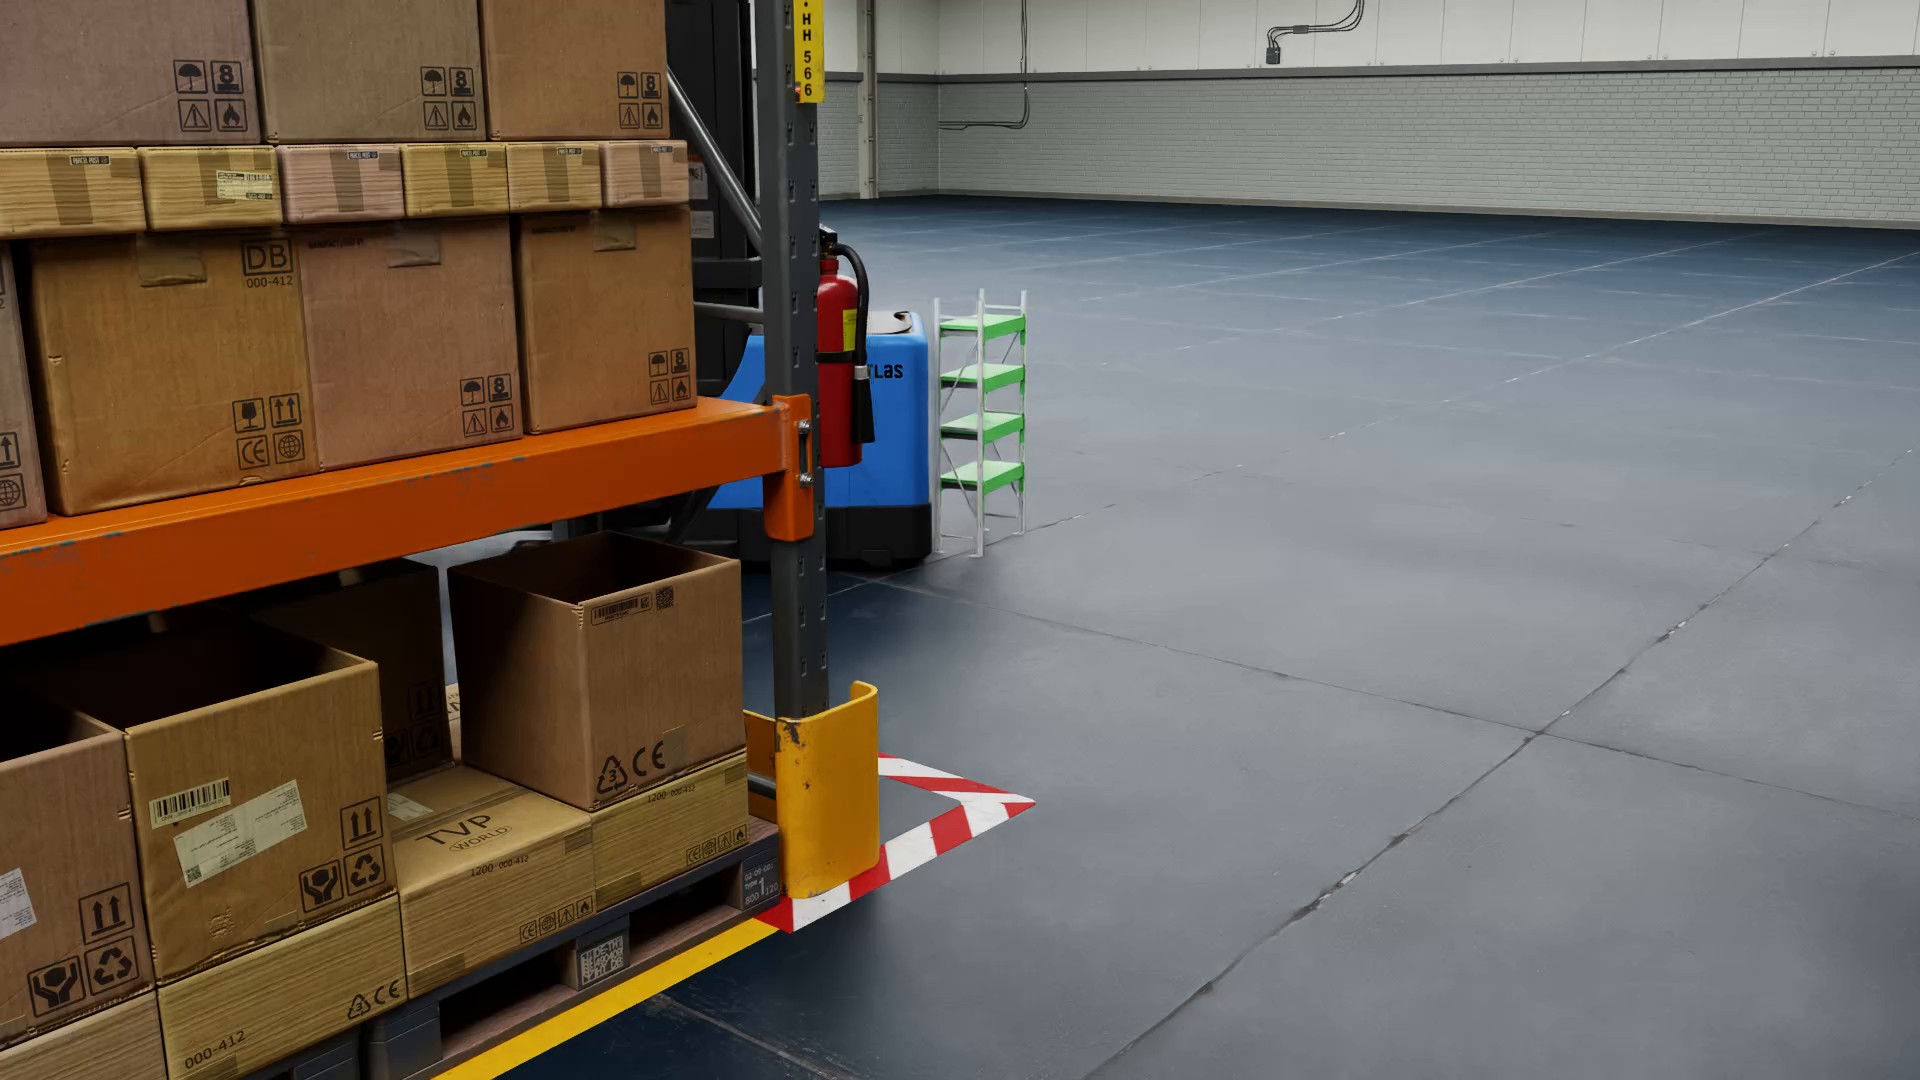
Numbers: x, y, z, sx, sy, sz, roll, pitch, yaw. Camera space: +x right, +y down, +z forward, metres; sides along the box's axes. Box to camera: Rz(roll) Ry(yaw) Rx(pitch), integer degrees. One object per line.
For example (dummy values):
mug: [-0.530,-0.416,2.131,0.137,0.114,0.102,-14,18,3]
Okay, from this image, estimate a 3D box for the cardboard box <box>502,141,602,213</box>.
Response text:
cardboard box: [-1.030,-0.828,3.769,0.380,0.149,0.250,12,18,39]

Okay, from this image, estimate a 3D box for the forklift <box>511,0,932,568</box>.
forklift: [-1.664,-1.379,7.599,3.031,2.935,1.130,-1,14,-3]

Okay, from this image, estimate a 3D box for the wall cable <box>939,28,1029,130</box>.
wall cable: [0.548,-11.966,43.257,3.097,2.526,0.112,11,18,38]

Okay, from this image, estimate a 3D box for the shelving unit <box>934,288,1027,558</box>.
shelving unit: [0.100,-0.567,7.916,0.258,1.200,0.503,7,16,25]

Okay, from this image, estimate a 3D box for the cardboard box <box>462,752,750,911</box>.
cardboard box: [-0.882,0.660,4.166,0.500,0.250,0.500,11,18,38]

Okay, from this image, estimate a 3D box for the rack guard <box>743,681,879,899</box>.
rack guard: [-0.760,0.589,4.789,1.175,0.500,0.348,11,18,38]

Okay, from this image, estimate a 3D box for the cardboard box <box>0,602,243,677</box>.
cardboard box: [-1.902,0.410,3.626,0.500,0.500,0.500,11,18,38]

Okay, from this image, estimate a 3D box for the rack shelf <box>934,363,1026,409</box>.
rack shelf: [0.100,-0.737,7.873,0.258,0.148,0.480,7,16,25]

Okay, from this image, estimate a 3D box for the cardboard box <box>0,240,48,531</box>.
cardboard box: [-2.049,-0.282,2.938,0.700,0.500,0.500,12,19,39]

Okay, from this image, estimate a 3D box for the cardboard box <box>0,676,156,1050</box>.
cardboard box: [-1.813,0.586,2.933,0.500,0.500,0.500,11,18,38]

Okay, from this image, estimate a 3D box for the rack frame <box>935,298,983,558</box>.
rack frame: [-0.005,-0.512,7.703,0.240,1.200,0.015,7,16,25]

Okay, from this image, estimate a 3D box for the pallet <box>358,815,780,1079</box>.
pallet: [-1.223,0.886,4.204,1.003,0.211,1.213,11,18,38]

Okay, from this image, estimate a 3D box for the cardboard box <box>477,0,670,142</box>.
cardboard box: [-1.111,-1.198,3.907,0.700,0.500,0.500,11,18,38]

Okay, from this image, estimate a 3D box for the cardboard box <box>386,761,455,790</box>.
cardboard box: [-1.596,0.676,4.102,0.500,0.250,0.500,11,18,38]

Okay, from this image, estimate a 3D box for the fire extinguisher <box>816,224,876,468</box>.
fire extinguisher: [-0.339,-0.531,4.279,0.296,0.674,0.183,11,18,38]

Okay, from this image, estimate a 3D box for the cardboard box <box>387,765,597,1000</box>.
cardboard box: [-1.187,0.757,3.781,0.500,0.250,0.500,11,18,38]

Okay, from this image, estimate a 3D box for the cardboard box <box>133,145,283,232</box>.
cardboard box: [-1.515,-0.681,3.189,0.380,0.149,0.250,12,19,39]

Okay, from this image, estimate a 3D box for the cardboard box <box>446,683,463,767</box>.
cardboard box: [-1.285,0.579,4.481,0.500,0.250,0.500,11,18,38]

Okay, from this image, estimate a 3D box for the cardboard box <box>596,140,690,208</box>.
cardboard box: [-0.867,-0.878,3.967,0.380,0.149,0.250,11,18,37]

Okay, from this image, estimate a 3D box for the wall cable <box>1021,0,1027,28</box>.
wall cable: [2.652,-13.995,40.987,3.097,2.526,0.112,11,18,38]

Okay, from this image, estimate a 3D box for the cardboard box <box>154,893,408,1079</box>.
cardboard box: [-1.500,0.853,3.403,0.500,0.250,0.500,11,18,38]

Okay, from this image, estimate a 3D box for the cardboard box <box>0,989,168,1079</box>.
cardboard box: [-1.816,0.949,3.028,0.500,0.250,0.500,11,18,38]

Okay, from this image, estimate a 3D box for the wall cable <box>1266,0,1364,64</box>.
wall cable: [7.922,-13.647,36.661,2.305,6.003,0.169,11,18,38]

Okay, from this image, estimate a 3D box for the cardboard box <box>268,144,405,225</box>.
cardboard box: [-1.351,-0.731,3.387,0.380,0.149,0.250,12,18,38]

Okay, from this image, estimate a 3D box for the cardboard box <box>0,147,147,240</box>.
cardboard box: [-1.679,-0.630,2.990,0.380,0.149,0.250,12,18,39]

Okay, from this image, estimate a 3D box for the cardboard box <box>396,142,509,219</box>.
cardboard box: [-1.191,-0.779,3.576,0.380,0.149,0.250,11,18,37]

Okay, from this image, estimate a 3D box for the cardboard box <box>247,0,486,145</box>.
cardboard box: [-1.438,-1.096,3.507,0.700,0.500,0.500,11,18,36]

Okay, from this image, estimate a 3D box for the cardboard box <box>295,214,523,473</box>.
cardboard box: [-1.405,-0.478,3.708,0.700,0.500,0.500,12,18,39]

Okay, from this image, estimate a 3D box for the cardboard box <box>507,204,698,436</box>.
cardboard box: [-1.078,-0.579,4.107,0.700,0.500,0.500,11,18,38]

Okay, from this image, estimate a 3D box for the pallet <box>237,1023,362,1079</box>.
pallet: [-1.990,1.119,3.289,1.003,0.211,1.213,11,18,38]

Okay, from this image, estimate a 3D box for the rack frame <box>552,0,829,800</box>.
rack frame: [-0.775,-0.618,4.463,1.000,3.000,0.127,11,18,38]

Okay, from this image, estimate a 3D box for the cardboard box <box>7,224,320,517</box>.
cardboard box: [-1.721,-0.383,3.337,0.700,0.500,0.500,11,18,38]

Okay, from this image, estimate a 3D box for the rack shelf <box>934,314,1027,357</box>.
rack shelf: [0.100,-0.970,7.814,0.258,0.148,0.480,7,16,25]

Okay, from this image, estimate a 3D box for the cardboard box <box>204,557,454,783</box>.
cardboard box: [-1.598,0.312,4.011,0.500,0.500,0.500,11,18,38]

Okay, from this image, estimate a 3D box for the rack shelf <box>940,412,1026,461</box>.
rack shelf: [0.100,-0.505,7.932,0.258,0.148,0.480,7,16,25]

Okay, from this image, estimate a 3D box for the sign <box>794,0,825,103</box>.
sign: [-0.362,-1.207,3.950,0.100,0.325,0.005,11,18,38]

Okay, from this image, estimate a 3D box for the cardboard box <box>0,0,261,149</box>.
cardboard box: [-1.754,-0.999,3.127,0.700,0.500,0.500,11,18,38]

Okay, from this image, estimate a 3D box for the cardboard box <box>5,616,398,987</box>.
cardboard box: [-1.498,0.490,3.309,0.500,0.500,0.500,11,18,38]

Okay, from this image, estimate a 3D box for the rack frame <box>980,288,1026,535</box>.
rack frame: [0.206,-0.621,8.130,0.240,1.200,0.015,7,16,25]

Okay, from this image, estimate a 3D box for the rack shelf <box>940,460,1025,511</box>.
rack shelf: [0.100,-0.272,7.991,0.258,0.148,0.480,7,16,25]

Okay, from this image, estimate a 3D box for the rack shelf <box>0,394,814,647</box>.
rack shelf: [-2.032,0.114,3.044,1.077,0.370,4.000,11,18,38]

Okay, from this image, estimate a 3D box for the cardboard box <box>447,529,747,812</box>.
cardboard box: [-0.880,0.297,4.072,0.500,0.500,0.500,11,18,38]

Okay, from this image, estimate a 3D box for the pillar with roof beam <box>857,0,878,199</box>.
pillar with roof beam: [1.016,-12.445,38.837,9.100,9.000,0.400,11,18,38]
